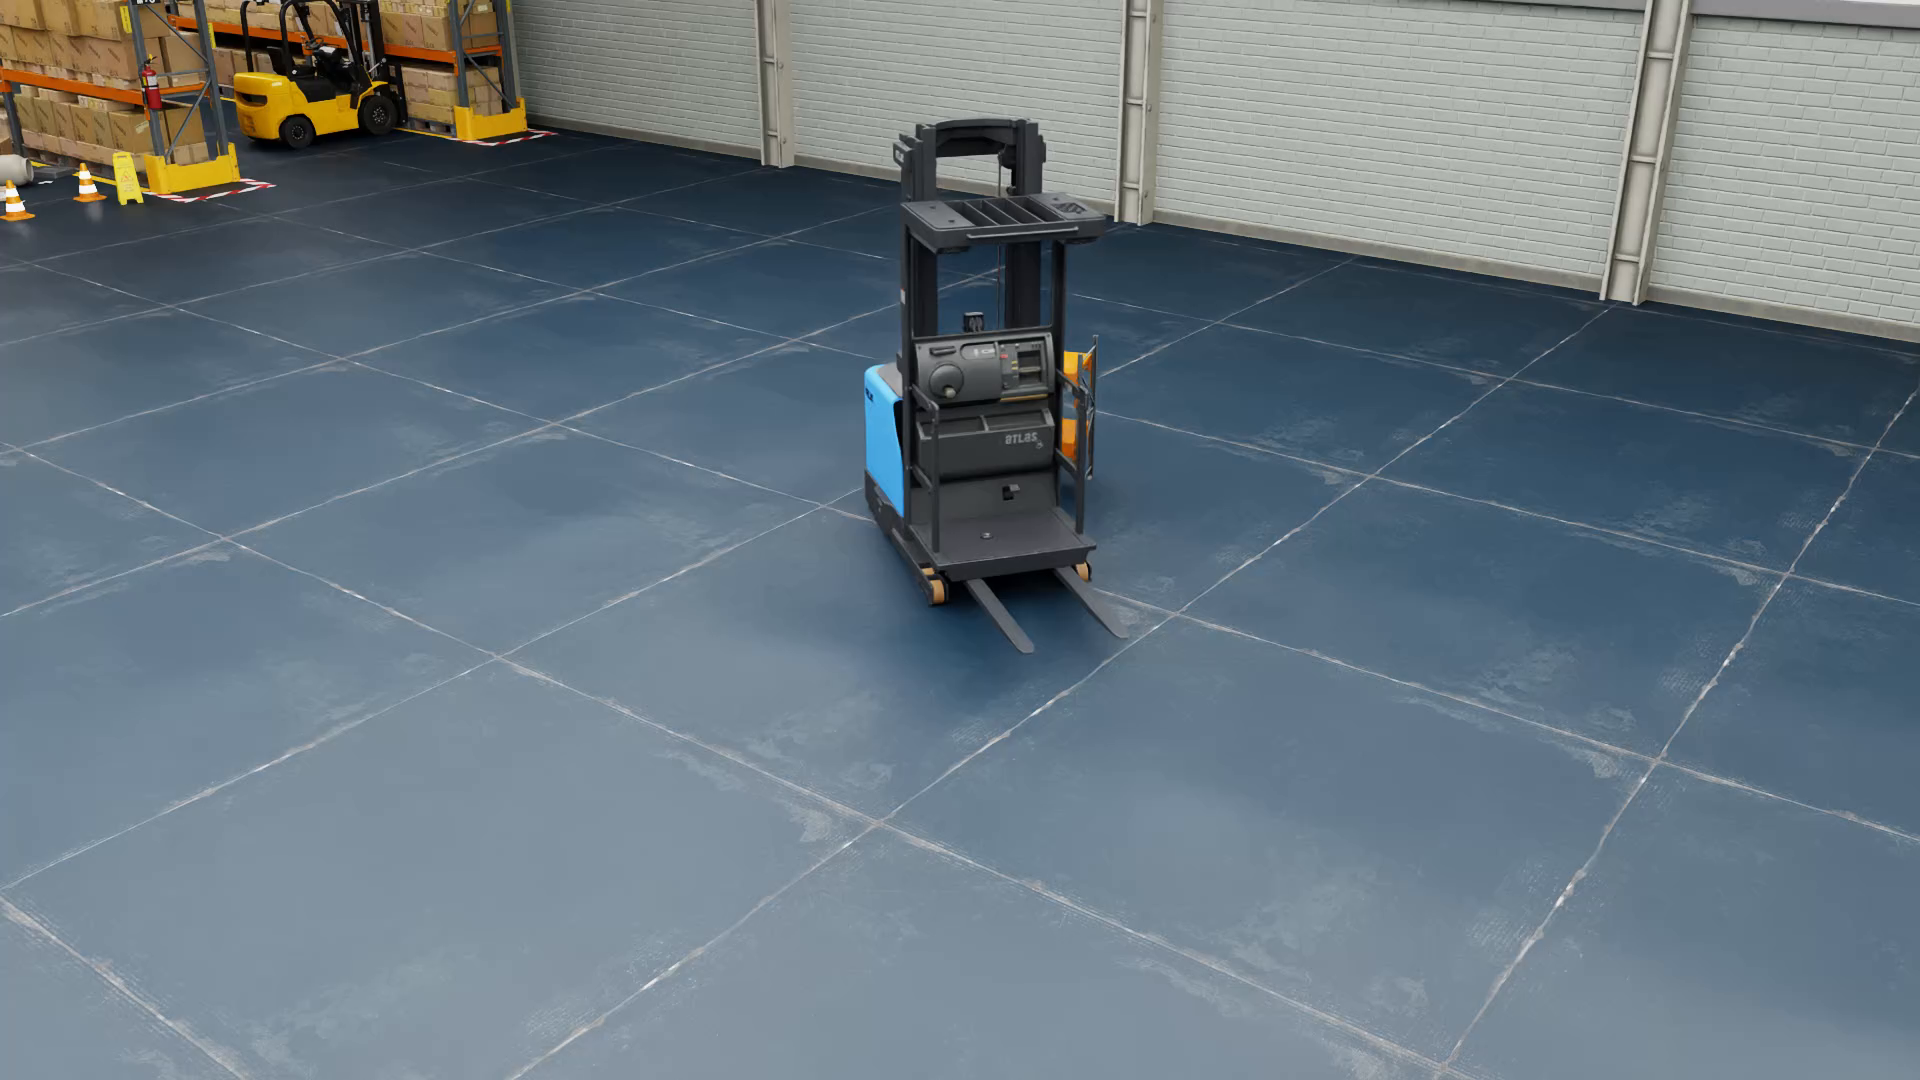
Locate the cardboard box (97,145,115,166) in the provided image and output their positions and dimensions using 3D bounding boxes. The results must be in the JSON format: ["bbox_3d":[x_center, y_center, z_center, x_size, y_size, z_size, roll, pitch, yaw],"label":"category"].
[{"bbox_3d":[-11.604,-5.368,23.102,0.500,0.250,0.500,17,29,33],"label":"cardboard box"}]

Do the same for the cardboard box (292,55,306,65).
[{"bbox_3d":[-11.037,-7.995,28.600,0.625,0.625,0.875,18,30,36],"label":"cardboard box"}]

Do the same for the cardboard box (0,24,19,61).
[{"bbox_3d":[-13.402,-7.150,23.766,0.500,0.500,0.500,17,29,33],"label":"cardboard box"}]

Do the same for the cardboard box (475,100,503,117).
[{"bbox_3d":[-7.688,-6.916,26.615,0.500,0.250,0.500,17,29,34],"label":"cardboard box"}]

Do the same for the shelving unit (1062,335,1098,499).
[{"bbox_3d":[0.459,-0.986,12.592,1.048,1.125,0.538,8,25,17],"label":"shelving unit"}]

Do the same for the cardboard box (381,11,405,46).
[{"bbox_3d":[-8.783,-8.132,26.363,0.500,0.500,0.500,16,29,32],"label":"cardboard box"}]

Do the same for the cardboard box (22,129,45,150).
[{"bbox_3d":[-13.277,-5.869,24.239,0.500,0.250,0.500,15,28,31],"label":"cardboard box"}]

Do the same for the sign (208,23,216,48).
[{"bbox_3d":[-10.061,-6.769,22.319,0.005,0.325,0.100,17,29,33],"label":"sign"}]

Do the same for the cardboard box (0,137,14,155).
[{"bbox_3d":[-13.546,-5.324,23.210,0.500,0.500,0.500,-5,24,-12],"label":"cardboard box"}]

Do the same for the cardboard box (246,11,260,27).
[{"bbox_3d":[-11.958,-8.986,28.610,0.500,0.250,0.500,17,29,34],"label":"cardboard box"}]

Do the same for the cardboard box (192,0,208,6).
[{"bbox_3d":[-13.205,-9.587,29.355,0.500,0.250,0.500,18,29,35],"label":"cardboard box"}]

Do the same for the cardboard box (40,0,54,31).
[{"bbox_3d":[-12.112,-7.271,22.798,0.500,0.500,0.700,17,29,33],"label":"cardboard box"}]

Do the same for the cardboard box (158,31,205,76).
[{"bbox_3d":[-10.599,-6.584,22.479,0.500,0.500,0.500,16,29,33],"label":"cardboard box"}]

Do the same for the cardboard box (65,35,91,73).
[{"bbox_3d":[-11.782,-6.667,22.667,0.500,0.500,0.500,17,29,33],"label":"cardboard box"}]

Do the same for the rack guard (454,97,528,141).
[{"bbox_3d":[-7.393,-6.650,26.224,0.348,0.500,1.175,17,29,33],"label":"rack guard"}]

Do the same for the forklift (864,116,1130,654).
[{"bbox_3d":[0.233,-1.099,10.610,1.130,2.935,3.031,-7,25,-16],"label":"forklift"}]

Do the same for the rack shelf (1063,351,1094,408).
[{"bbox_3d":[0.459,-1.254,12.474,1.000,0.278,0.538,8,25,17],"label":"rack shelf"}]

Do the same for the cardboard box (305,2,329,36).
[{"bbox_3d":[-10.415,-8.621,27.473,0.500,0.500,0.500,16,28,32],"label":"cardboard box"}]

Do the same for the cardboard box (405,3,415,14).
[{"bbox_3d":[-8.443,-8.334,26.017,0.250,0.149,0.380,17,29,33],"label":"cardboard box"}]

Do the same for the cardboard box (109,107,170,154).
[{"bbox_3d":[-11.184,-5.584,22.663,0.500,0.500,0.500,17,29,34],"label":"cardboard box"}]

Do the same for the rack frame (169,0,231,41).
[{"bbox_3d":[-13.814,-9.735,30.123,0.127,3.000,1.000,17,29,33],"label":"rack frame"}]

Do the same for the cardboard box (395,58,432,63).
[{"bbox_3d":[-8.885,-7.739,27.243,0.500,0.250,0.500,16,28,32],"label":"cardboard box"}]

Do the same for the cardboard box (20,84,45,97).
[{"bbox_3d":[-13.213,-6.459,23.845,0.250,0.149,0.380,17,29,34],"label":"cardboard box"}]

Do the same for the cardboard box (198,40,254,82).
[{"bbox_3d":[-13.323,-8.685,30.165,0.625,0.625,0.875,18,29,35],"label":"cardboard box"}]

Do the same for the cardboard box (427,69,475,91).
[{"bbox_3d":[-7.968,-7.202,26.025,0.500,0.250,0.500,18,29,35],"label":"cardboard box"}]

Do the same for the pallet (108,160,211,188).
[{"bbox_3d":[-11.076,-5.148,23.172,1.213,0.211,1.003,17,29,33],"label":"pallet"}]

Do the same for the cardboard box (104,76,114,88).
[{"bbox_3d":[-11.275,-6.198,22.409,0.250,0.149,0.380,16,29,32],"label":"cardboard box"}]

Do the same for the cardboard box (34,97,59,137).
[{"bbox_3d":[-12.841,-6.087,23.803,0.500,0.500,0.500,18,30,35],"label":"cardboard box"}]

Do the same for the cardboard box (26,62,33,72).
[{"bbox_3d":[-13.063,-6.772,23.710,0.250,0.149,0.380,17,29,33],"label":"cardboard box"}]

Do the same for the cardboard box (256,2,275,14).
[{"bbox_3d":[-11.575,-9.086,28.217,0.500,0.250,0.500,16,28,32],"label":"cardboard box"}]

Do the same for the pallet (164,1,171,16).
[{"bbox_3d":[-14.398,-9.788,30.483,1.003,0.211,1.213,17,29,33],"label":"pallet"}]

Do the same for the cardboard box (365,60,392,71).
[{"bbox_3d":[-9.606,-7.697,27.148,0.500,0.250,0.500,18,29,35],"label":"cardboard box"}]

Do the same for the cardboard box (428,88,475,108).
[{"bbox_3d":[-7.989,-6.980,26.140,0.500,0.250,0.500,16,29,33],"label":"cardboard box"}]

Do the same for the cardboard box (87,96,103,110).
[{"bbox_3d":[-11.717,-6.010,22.825,0.250,0.149,0.380,17,29,34],"label":"cardboard box"}]

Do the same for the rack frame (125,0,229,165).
[{"bbox_3d":[-10.386,-6.198,22.096,0.127,3.000,1.000,17,29,33],"label":"rack frame"}]

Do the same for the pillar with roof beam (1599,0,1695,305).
[{"bbox_3d":[4.393,-5.263,12.534,0.400,9.000,9.100,17,29,33],"label":"pillar with roof beam"}]

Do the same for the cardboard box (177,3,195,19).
[{"bbox_3d":[-13.605,-9.480,29.731,0.500,0.250,0.500,17,29,33],"label":"cardboard box"}]

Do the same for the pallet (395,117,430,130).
[{"bbox_3d":[-9.021,-6.991,27.354,1.213,0.211,1.003,17,29,33],"label":"pallet"}]

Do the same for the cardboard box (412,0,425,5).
[{"bbox_3d":[-8.267,-8.401,25.800,0.250,0.149,0.380,18,29,34],"label":"cardboard box"}]

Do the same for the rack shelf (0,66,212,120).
[{"bbox_3d":[-11.987,-6.352,23.339,4.000,0.370,1.077,17,29,33],"label":"rack shelf"}]

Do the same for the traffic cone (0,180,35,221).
[{"bbox_3d":[-11.898,-4.284,20.899,0.334,0.463,0.336,17,29,33],"label":"traffic cone"}]

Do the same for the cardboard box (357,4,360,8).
[{"bbox_3d":[-9.509,-8.629,26.686,0.250,0.149,0.380,16,28,32],"label":"cardboard box"}]

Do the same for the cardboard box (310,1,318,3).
[{"bbox_3d":[-10.516,-8.948,27.410,0.250,0.149,0.380,16,29,32],"label":"cardboard box"}]

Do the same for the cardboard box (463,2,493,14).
[{"bbox_3d":[-7.528,-8.308,25.958,0.250,0.149,0.380,16,28,32],"label":"cardboard box"}]

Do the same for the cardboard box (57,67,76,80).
[{"bbox_3d":[-12.291,-6.506,23.107,0.250,0.149,0.380,17,29,33],"label":"cardboard box"}]
